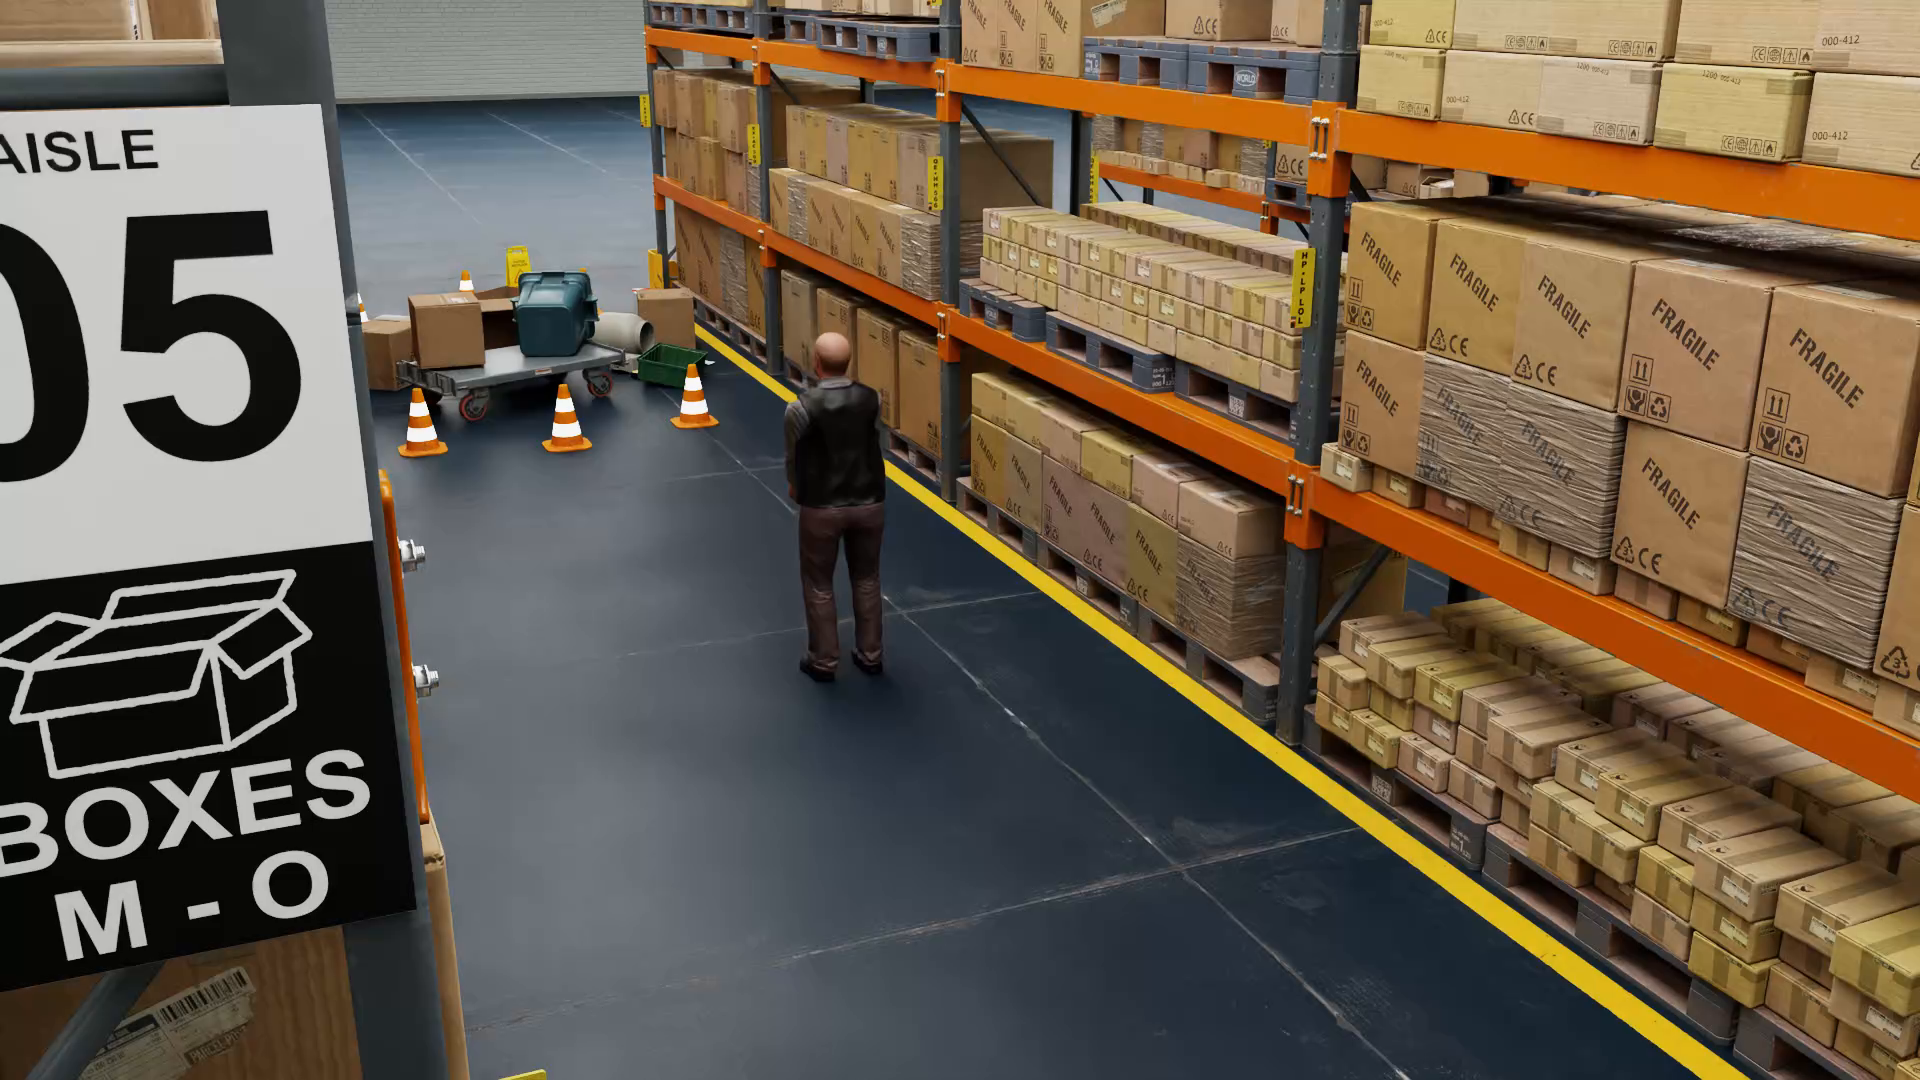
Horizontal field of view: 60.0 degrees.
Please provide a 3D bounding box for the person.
[{"bbox_3d":[-0.630,-0.181,8.144,0.494,1.720,0.563,-8,20,-23],"label":"person"}]
